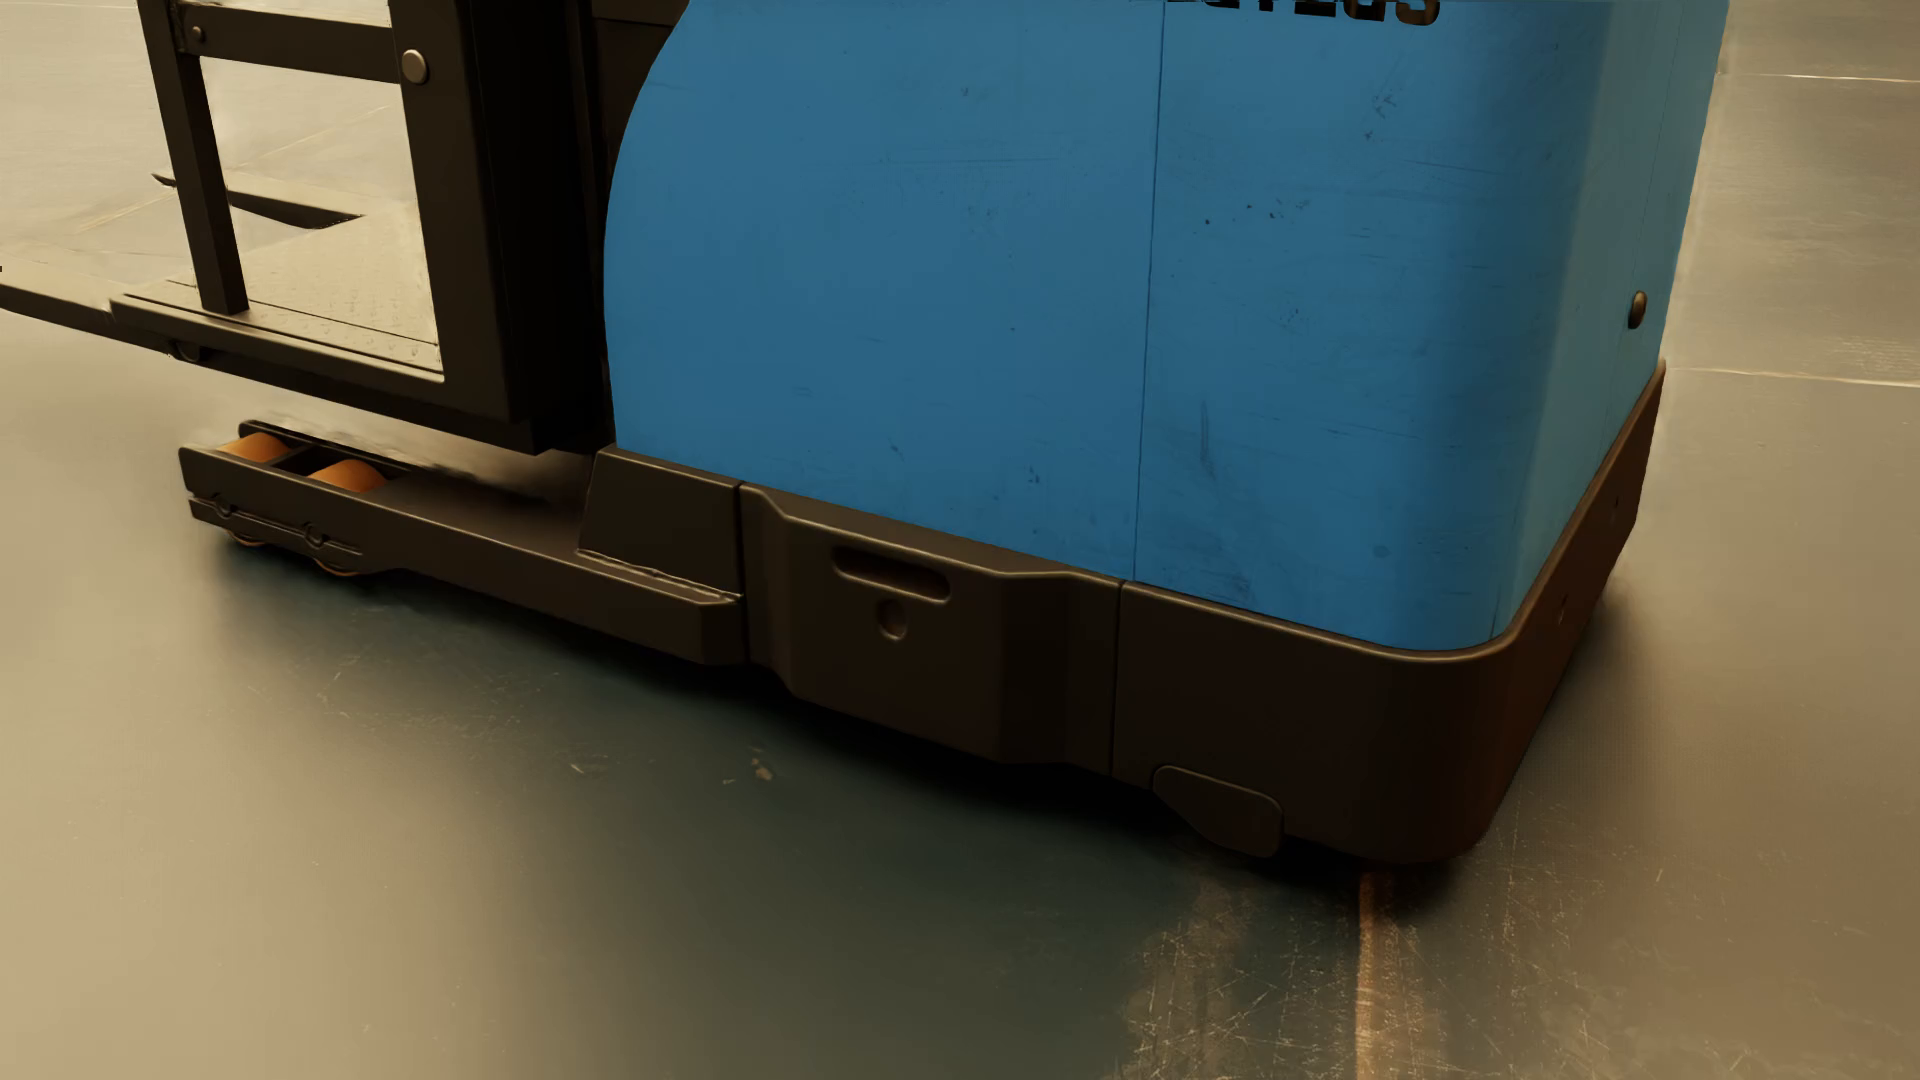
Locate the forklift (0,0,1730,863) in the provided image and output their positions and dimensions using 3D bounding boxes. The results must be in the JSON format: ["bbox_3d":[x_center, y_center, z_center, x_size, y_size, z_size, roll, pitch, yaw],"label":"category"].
[{"bbox_3d":[-0.556,-1.444,2.108,3.031,2.935,1.130,15,30,27],"label":"forklift"}]
